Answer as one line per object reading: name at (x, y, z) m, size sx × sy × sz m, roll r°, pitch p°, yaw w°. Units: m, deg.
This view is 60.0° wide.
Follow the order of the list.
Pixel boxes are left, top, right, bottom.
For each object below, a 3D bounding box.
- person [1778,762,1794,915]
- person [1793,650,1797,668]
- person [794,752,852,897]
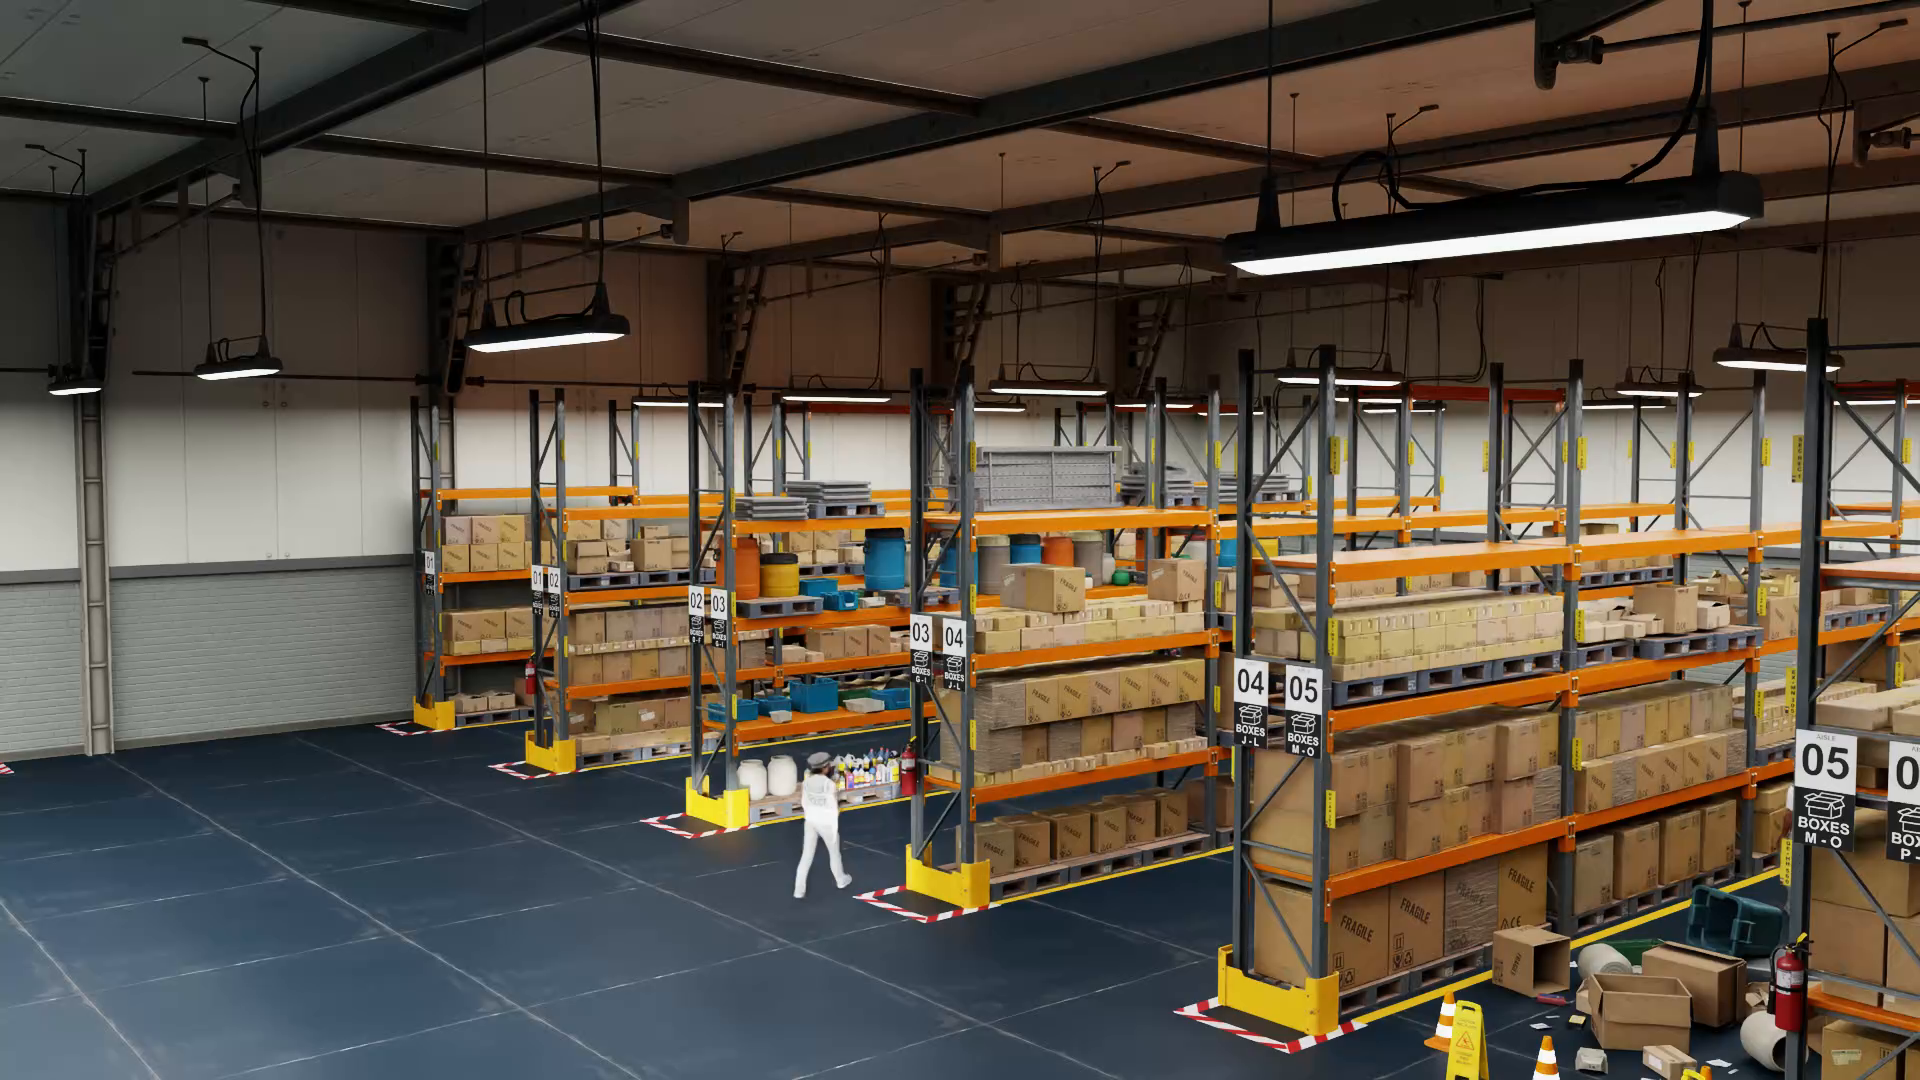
person at (9.279, 3.212, 18.297) m, size 0.593 × 1.763 × 0.586 m, roll 0°, pitch 3°, yaw 7°
person at (14.750, 2.651, 29.128) m, size 0.408 × 1.559 × 0.703 m, roll 3°, pitch 5°, yaw 45°
person at (-1.546, 3.202, 18.927) m, size 0.588 × 1.632 × 0.960 m, roll 2°, pitch 4°, yaw 32°
